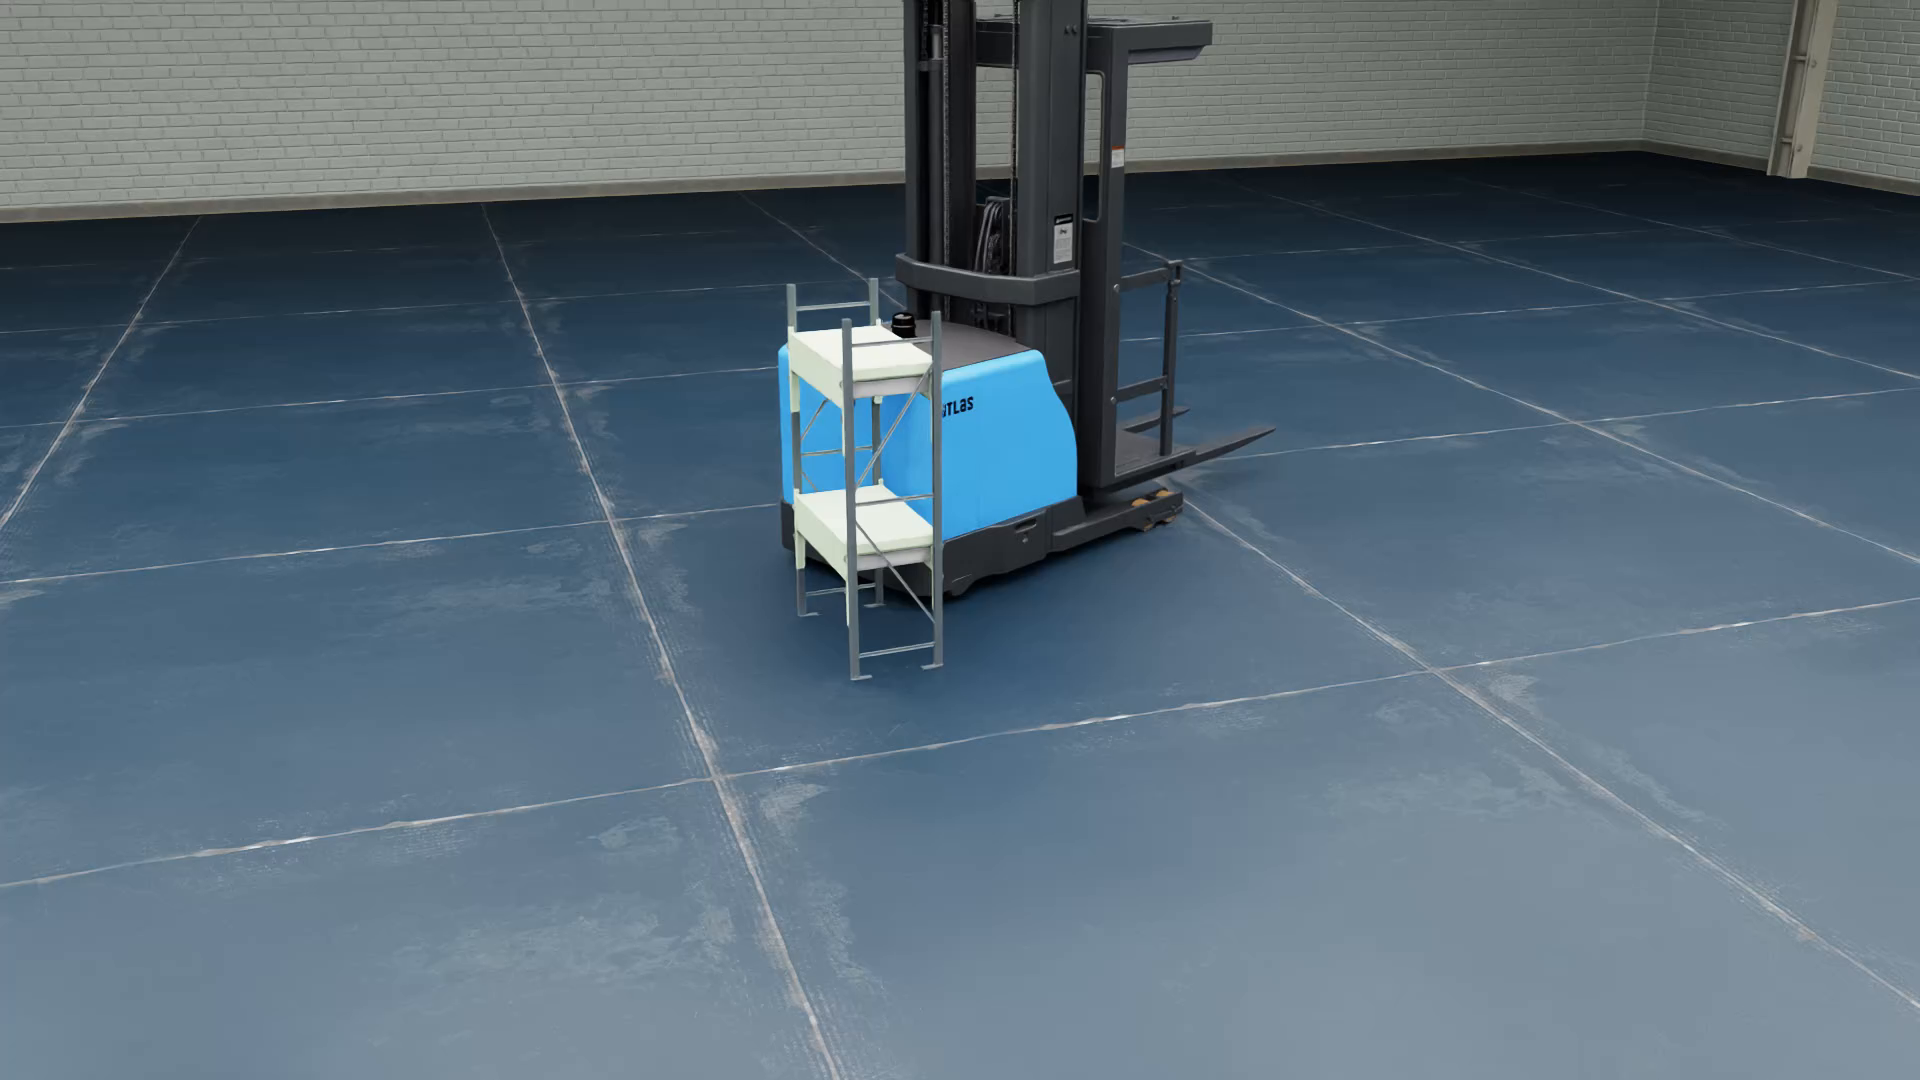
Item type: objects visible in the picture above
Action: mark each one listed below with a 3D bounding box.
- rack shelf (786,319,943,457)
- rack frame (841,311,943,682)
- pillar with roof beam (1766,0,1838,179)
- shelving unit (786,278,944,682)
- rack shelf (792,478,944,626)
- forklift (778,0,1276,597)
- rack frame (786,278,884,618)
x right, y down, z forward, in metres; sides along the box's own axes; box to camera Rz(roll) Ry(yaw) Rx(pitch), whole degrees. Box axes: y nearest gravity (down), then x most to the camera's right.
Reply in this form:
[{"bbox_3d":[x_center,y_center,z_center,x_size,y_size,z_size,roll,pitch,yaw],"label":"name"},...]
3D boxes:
[{"bbox_3d":[-0.399,-0.637,6.816,0.431,0.370,0.720,-8,21,-21],"label":"rack shelf"},{"bbox_3d":[-0.261,-0.155,6.629,0.400,1.500,0.023,-8,21,-21],"label":"rack frame"},{"bbox_3d":[6.618,-8.486,18.730,9.100,9.000,0.400,-6,21,-17],"label":"pillar with roof beam"},{"bbox_3d":[-0.399,-0.269,6.948,0.431,1.500,0.755,-8,21,-21],"label":"shelving unit"},{"bbox_3d":[-0.399,0.037,7.058,0.431,0.370,0.720,-8,21,-21],"label":"rack shelf"},{"bbox_3d":[0.521,-1.532,8.345,1.130,2.935,3.031,18,27,41],"label":"forklift"},{"bbox_3d":[-0.537,-0.384,7.267,0.400,1.500,0.023,-8,21,-21],"label":"rack frame"}]
